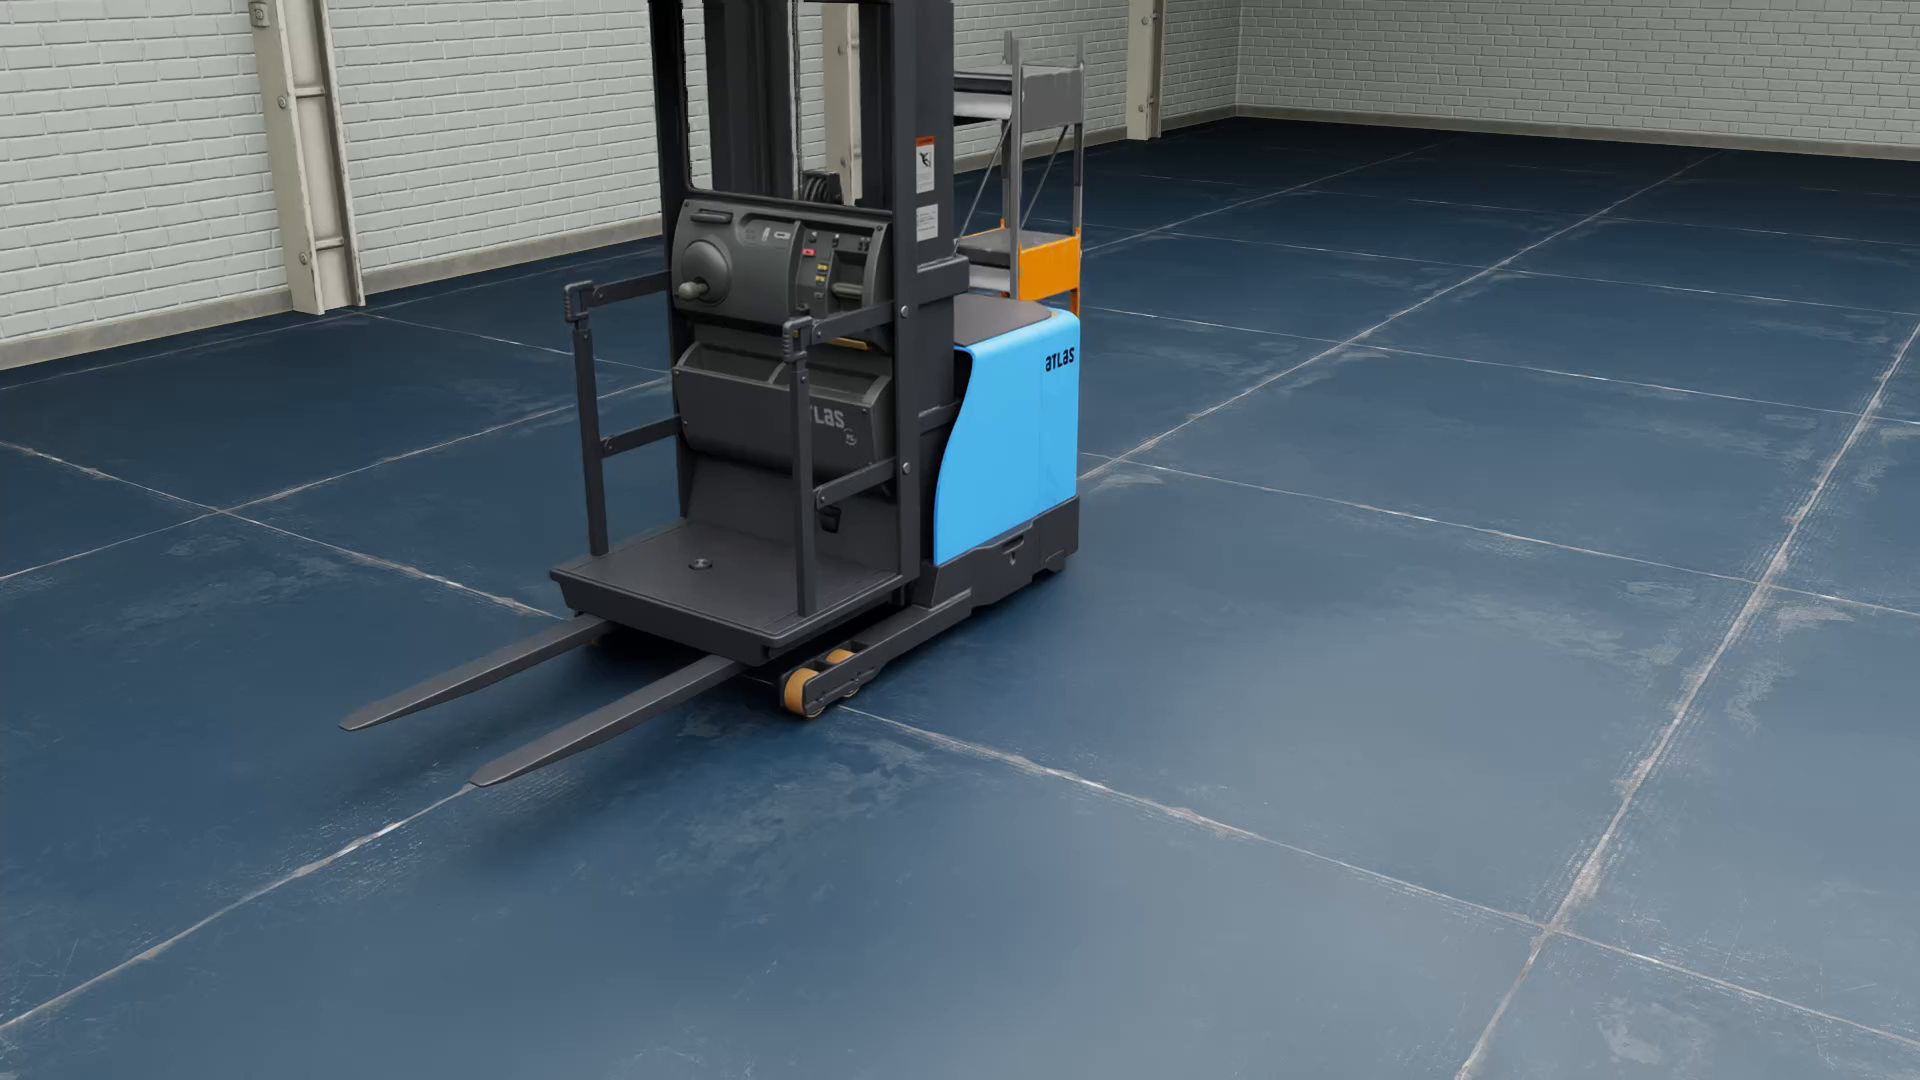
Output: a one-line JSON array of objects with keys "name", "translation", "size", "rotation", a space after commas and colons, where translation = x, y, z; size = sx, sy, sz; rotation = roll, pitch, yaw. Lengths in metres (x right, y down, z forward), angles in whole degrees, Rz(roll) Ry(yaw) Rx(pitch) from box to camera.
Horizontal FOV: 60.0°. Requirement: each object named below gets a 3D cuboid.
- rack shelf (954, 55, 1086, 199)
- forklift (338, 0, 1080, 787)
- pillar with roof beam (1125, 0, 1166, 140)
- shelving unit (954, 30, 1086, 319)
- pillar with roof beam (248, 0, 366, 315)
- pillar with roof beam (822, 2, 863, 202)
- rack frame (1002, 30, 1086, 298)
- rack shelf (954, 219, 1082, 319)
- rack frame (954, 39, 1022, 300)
[{"name": "rack shelf", "translation": [0.215, -1.732, 6.941], "size": [0.431, 0.518, 0.480], "rotation": [14, 24, 33]}, {"name": "forklift", "translation": [-0.763, -0.961, 5.639], "size": [1.130, 2.935, 3.031], "rotation": [14, 24, 33]}, {"name": "pillar with roof beam", "translation": [5.868, -8.461, 17.169], "size": [9.100, 9.000, 0.400], "rotation": [13, 24, 32]}, {"name": "shelving unit", "translation": [0.215, -1.088, 7.179], "size": [0.431, 2.100, 0.503], "rotation": [14, 24, 33]}, {"name": "pillar with roof beam", "translation": [-0.878, -5.018, 7.861], "size": [9.100, 9.000, 0.400], "rotation": [13, 24, 32]}, {"name": "pillar with roof beam", "translation": [2.495, -6.740, 12.515], "size": [9.100, 9.000, 0.400], "rotation": [13, 24, 32]}, {"name": "rack frame", "translation": [0.356, -1.157, 7.366], "size": [0.400, 2.100, 0.015], "rotation": [14, 24, 33]}, {"name": "rack shelf", "translation": [0.215, -1.075, 7.184], "size": [0.431, 0.518, 0.480], "rotation": [14, 24, 33]}, {"name": "rack frame", "translation": [0.075, -1.019, 6.992], "size": [0.400, 2.100, 0.015], "rotation": [14, 24, 33]}]
